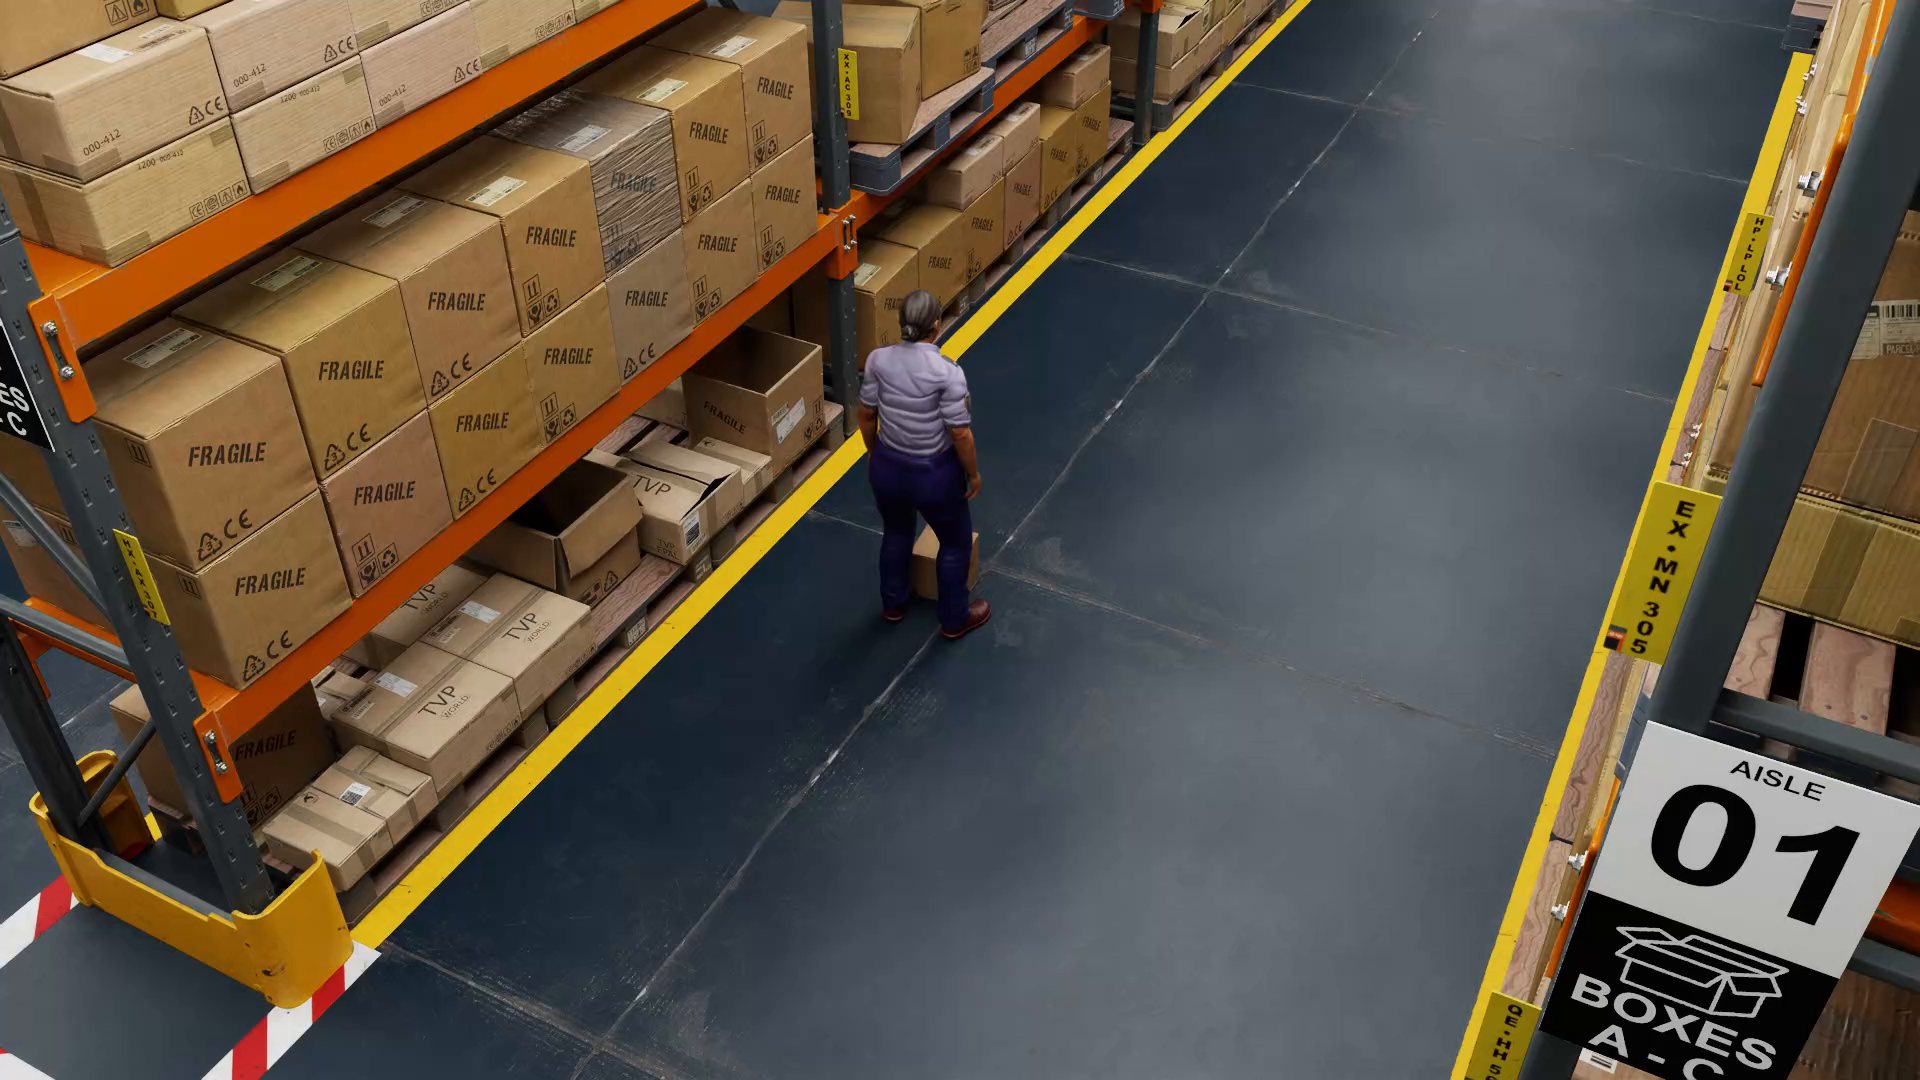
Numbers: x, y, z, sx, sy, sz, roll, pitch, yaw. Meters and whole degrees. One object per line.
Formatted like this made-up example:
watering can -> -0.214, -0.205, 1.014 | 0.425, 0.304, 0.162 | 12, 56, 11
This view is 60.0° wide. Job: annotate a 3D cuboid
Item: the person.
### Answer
person -> -0.164, -0.300, 7.135 | 0.559, 1.652, 0.364 | 16, 41, 20
